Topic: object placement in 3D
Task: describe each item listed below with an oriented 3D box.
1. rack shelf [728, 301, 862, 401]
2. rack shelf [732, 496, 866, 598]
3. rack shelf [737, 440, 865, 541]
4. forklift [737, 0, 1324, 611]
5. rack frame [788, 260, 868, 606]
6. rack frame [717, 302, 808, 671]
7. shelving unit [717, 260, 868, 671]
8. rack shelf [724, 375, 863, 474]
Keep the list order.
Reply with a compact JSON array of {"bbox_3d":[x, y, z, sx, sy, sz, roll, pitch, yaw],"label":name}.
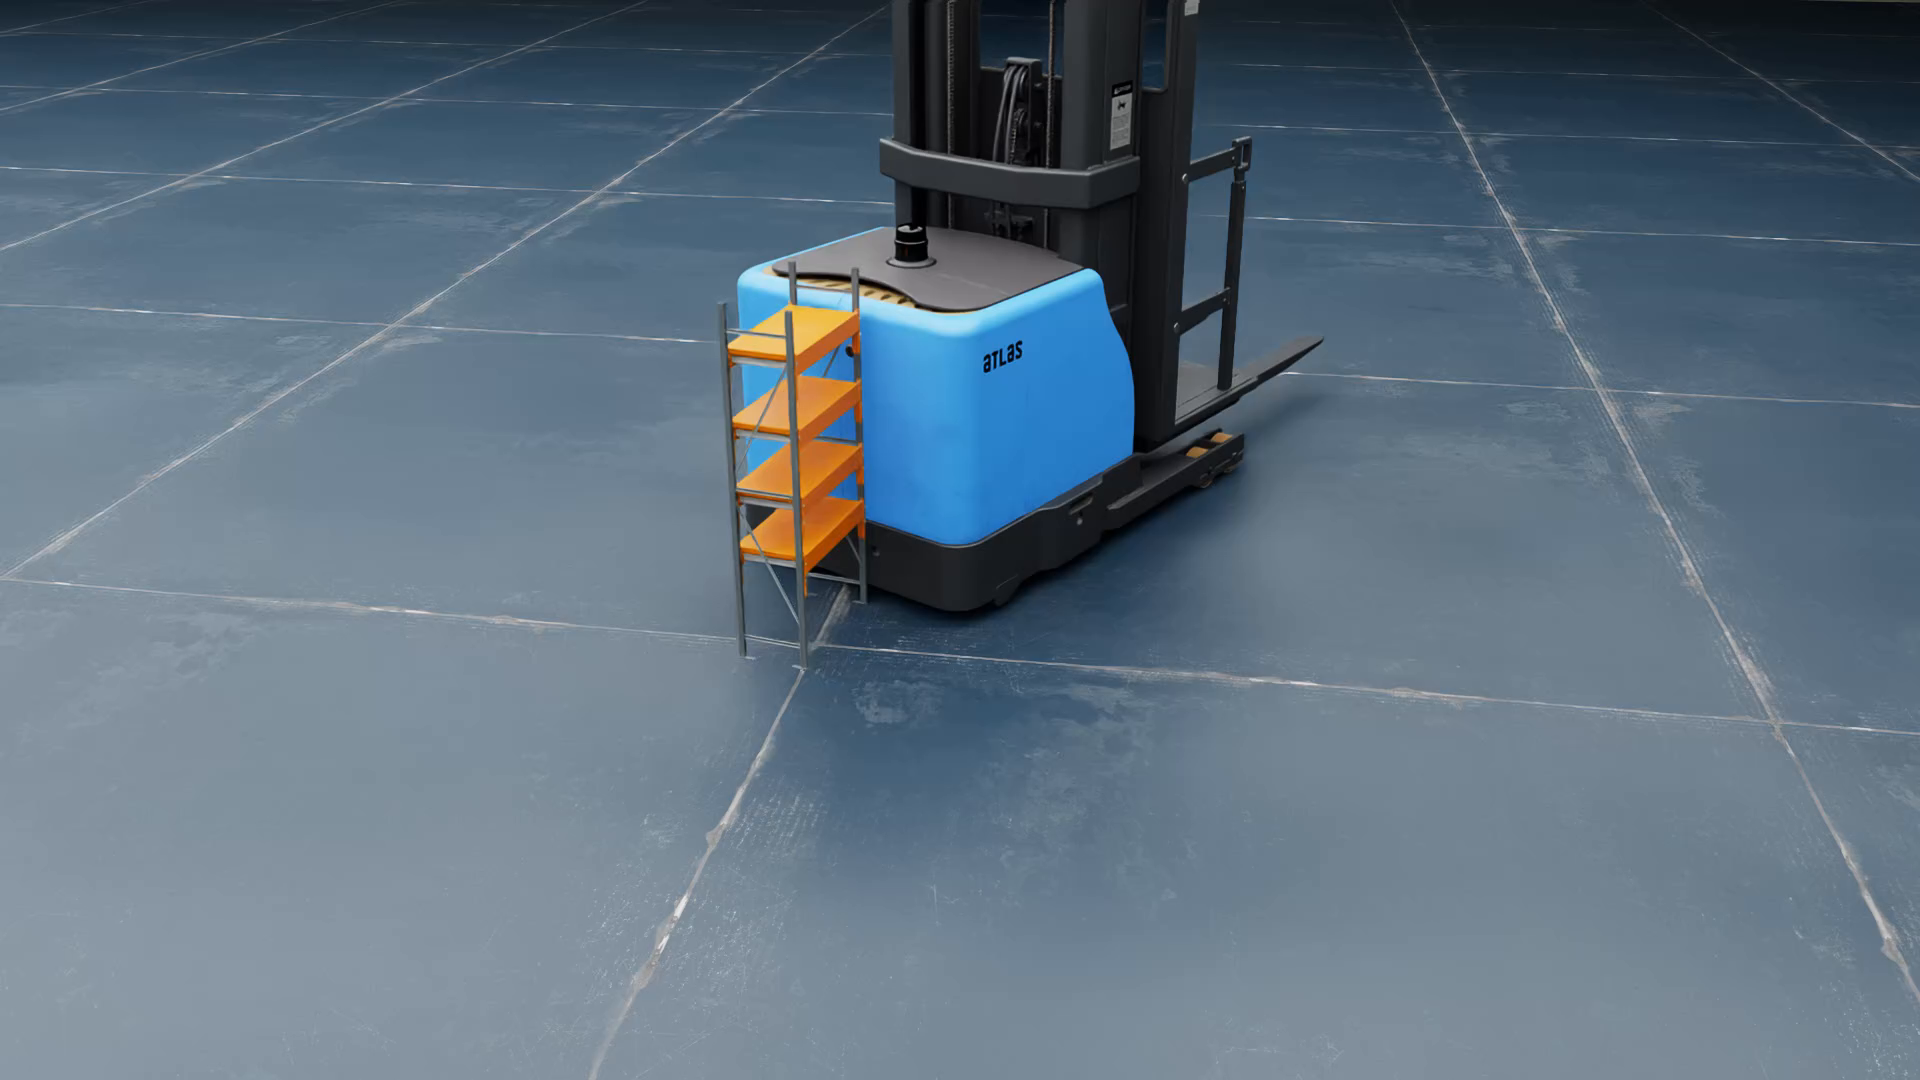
[{"bbox_3d":[-0.520,-0.594,5.178,0.258,0.148,0.480,9,26,18],"label":"rack shelf"},{"bbox_3d":[-0.520,0.002,5.457,0.258,0.148,0.480,9,26,18],"label":"rack shelf"},{"bbox_3d":[-0.520,-0.178,5.373,0.258,0.148,0.480,9,26,18],"label":"rack shelf"},{"bbox_3d":[0.512,-1.649,6.315,1.130,2.935,3.031,18,30,33],"label":"forklift"},{"bbox_3d":[-0.436,-0.336,5.552,0.240,1.200,0.015,9,26,18],"label":"rack frame"},{"bbox_3d":[-0.604,-0.141,5.137,0.240,1.200,0.015,9,26,18],"label":"rack frame"},{"bbox_3d":[-0.520,-0.239,5.344,0.258,1.200,0.503,9,26,18],"label":"shelving unit"},{"bbox_3d":[-0.520,-0.380,5.278,0.258,0.148,0.480,9,26,18],"label":"rack shelf"}]
